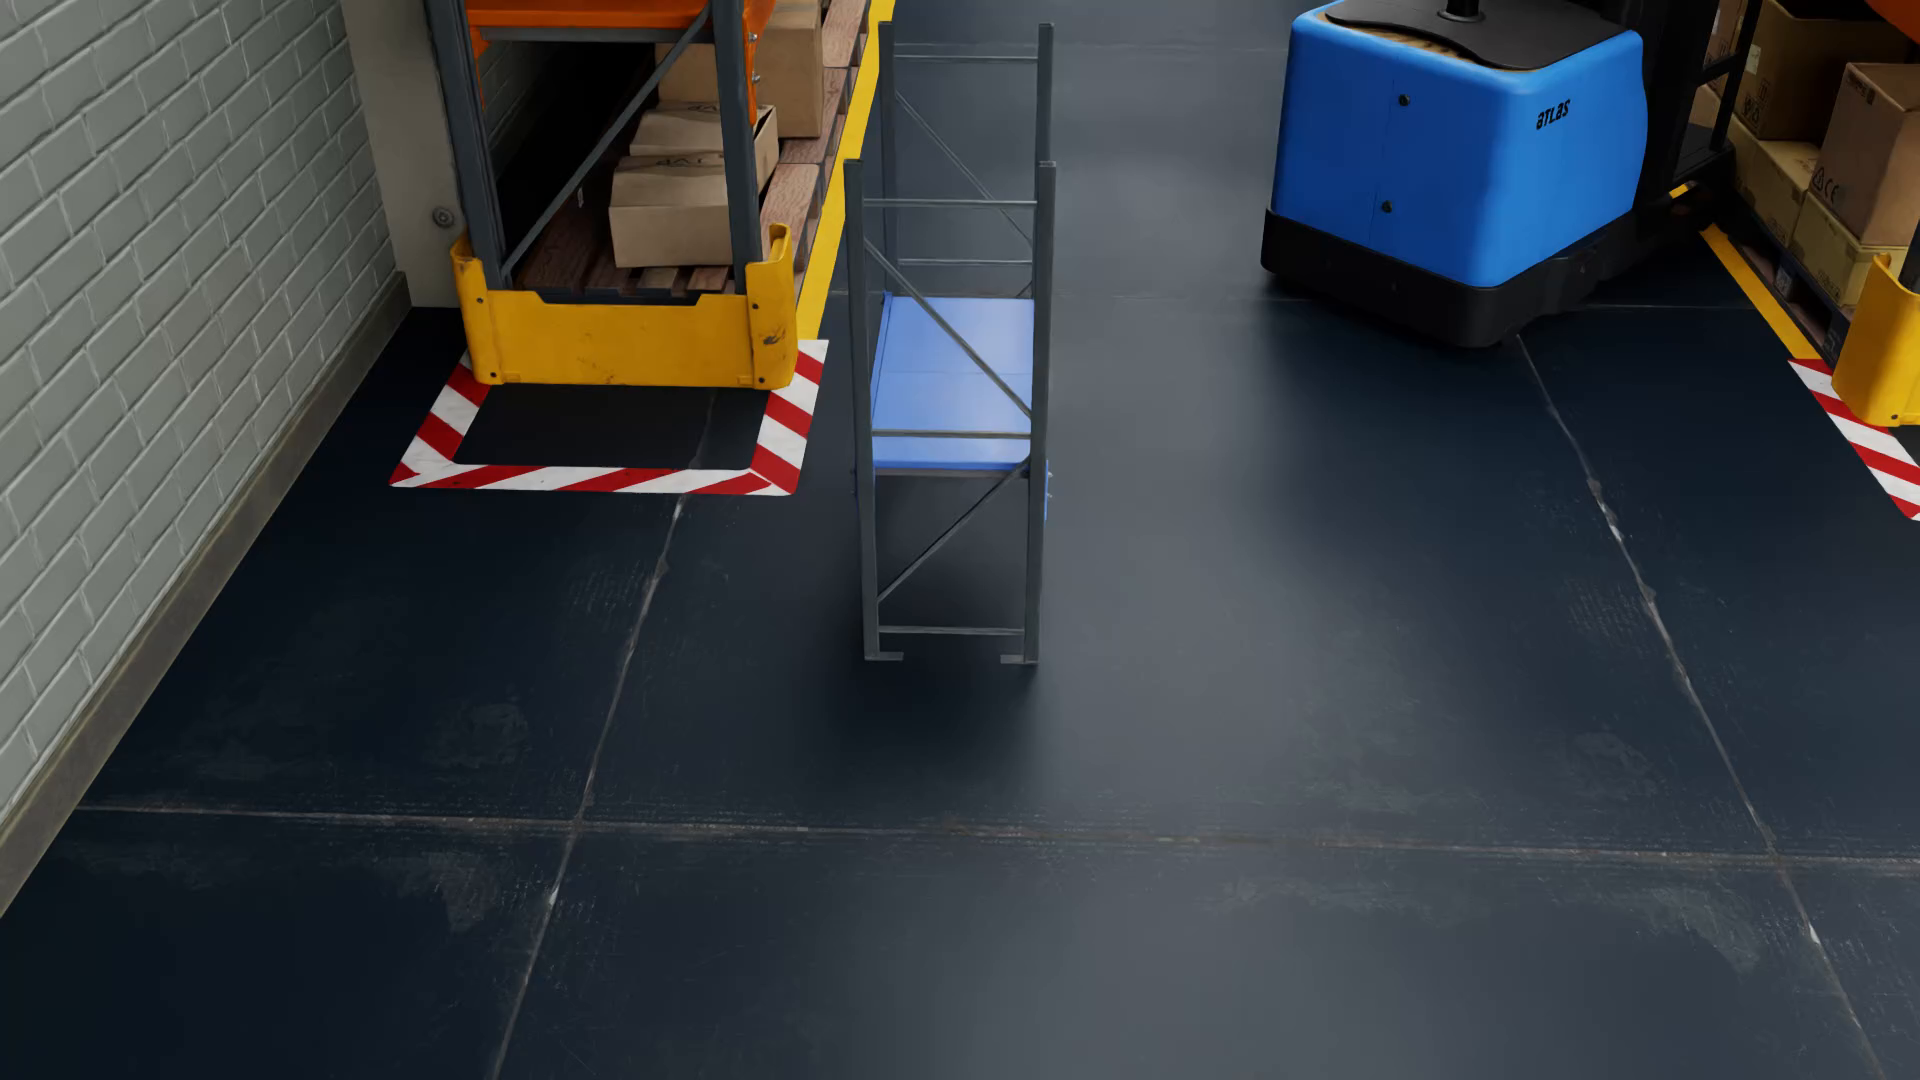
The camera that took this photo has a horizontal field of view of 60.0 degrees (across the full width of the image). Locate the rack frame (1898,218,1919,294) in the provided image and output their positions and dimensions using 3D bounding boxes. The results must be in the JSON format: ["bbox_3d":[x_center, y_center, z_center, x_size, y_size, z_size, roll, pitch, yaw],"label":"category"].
[{"bbox_3d":[3.750,-1.725,5.096,1.000,3.000,0.127,1,35,2],"label":"rack frame"}]

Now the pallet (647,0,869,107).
[{"bbox_3d":[-1.031,-2.608,8.778,1.003,0.211,1.213,1,35,2],"label":"pallet"}]

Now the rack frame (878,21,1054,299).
[{"bbox_3d":[0.017,-0.857,5.165,0.500,1.500,0.032,1,35,2],"label":"rack frame"}]

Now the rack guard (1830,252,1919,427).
[{"bbox_3d":[3.749,-0.689,5.796,1.175,0.500,0.348,1,35,2],"label":"rack guard"}]

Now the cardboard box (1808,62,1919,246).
[{"bbox_3d":[3.474,-1.394,5.999,0.500,0.500,0.500,1,35,2],"label":"cardboard box"}]

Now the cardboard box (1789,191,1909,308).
[{"bbox_3d":[3.476,-1.087,6.214,0.500,0.250,0.500,1,35,2],"label":"cardboard box"}]

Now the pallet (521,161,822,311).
[{"bbox_3d":[-1.129,-1.206,6.783,1.003,0.211,1.213,1,35,2],"label":"pallet"}]

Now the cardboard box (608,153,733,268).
[{"bbox_3d":[-1.082,-1.313,6.465,0.500,0.311,0.500,-2,35,-3],"label":"cardboard box"}]

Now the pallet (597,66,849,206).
[{"bbox_3d":[-1.077,-1.906,7.778,1.003,0.211,1.213,1,35,2],"label":"pallet"}]

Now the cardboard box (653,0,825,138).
[{"bbox_3d":[-0.980,-2.138,7.475,0.700,0.500,0.500,-1,35,-1],"label":"cardboard box"}]

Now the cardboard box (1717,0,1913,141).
[{"bbox_3d":[3.500,-1.969,6.817,0.500,0.500,0.500,1,35,2],"label":"cardboard box"}]

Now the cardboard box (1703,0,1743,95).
[{"bbox_3d":[3.521,-2.256,7.226,0.500,0.500,0.500,1,35,2],"label":"cardboard box"}]

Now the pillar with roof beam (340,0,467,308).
[{"bbox_3d":[2.265,-4.615,3.990,9.100,9.000,0.400,1,35,2],"label":"pillar with roof beam"}]

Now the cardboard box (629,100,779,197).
[{"bbox_3d":[-1.059,-1.641,6.932,0.500,0.311,0.500,4,35,6],"label":"cardboard box"}]

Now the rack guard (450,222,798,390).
[{"bbox_3d":[-1.197,-0.859,6.037,1.175,0.500,0.348,1,35,2],"label":"rack guard"}]

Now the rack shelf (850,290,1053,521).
[{"bbox_3d":[-0.003,-0.417,4.852,0.538,0.185,1.000,1,35,2],"label":"rack shelf"}]

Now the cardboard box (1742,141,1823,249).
[{"bbox_3d":[3.484,-1.375,6.624,0.500,0.250,0.500,1,35,2],"label":"cardboard box"}]

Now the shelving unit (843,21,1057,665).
[{"bbox_3d":[-0.003,-0.565,4.749,0.538,1.500,1.048,1,35,2],"label":"shelving unit"}]

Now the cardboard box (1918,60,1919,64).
[{"bbox_3d":[4.012,-1.669,6.391,0.500,0.500,0.500,1,35,2],"label":"cardboard box"}]

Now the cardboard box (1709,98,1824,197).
[{"bbox_3d":[3.503,-1.662,7.032,0.500,0.250,0.500,1,35,2],"label":"cardboard box"}]

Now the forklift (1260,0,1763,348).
[{"bbox_3d":[2.626,-2.641,6.458,3.031,2.935,1.130,-29,44,-34],"label":"forklift"}]

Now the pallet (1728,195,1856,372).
[{"bbox_3d":[3.739,-1.025,6.525,1.003,0.211,1.213,1,35,2],"label":"pallet"}]

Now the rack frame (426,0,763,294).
[{"bbox_3d":[-1.200,-1.838,5.256,1.000,3.000,0.127,1,35,2],"label":"rack frame"}]

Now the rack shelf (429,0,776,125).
[{"bbox_3d":[-1.120,-2.692,7.098,1.077,0.370,4.000,1,35,2],"label":"rack shelf"}]

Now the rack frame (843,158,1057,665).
[{"bbox_3d":[-0.024,-0.273,4.333,0.500,1.500,0.032,1,35,2],"label":"rack frame"}]

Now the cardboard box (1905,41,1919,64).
[{"bbox_3d":[4.019,-1.957,6.800,0.500,0.500,0.500,1,35,2],"label":"cardboard box"}]

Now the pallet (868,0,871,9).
[{"bbox_3d":[-1.009,-3.442,9.964,1.003,0.211,1.213,1,35,2],"label":"pallet"}]

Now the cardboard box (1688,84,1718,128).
[{"bbox_3d":[3.524,-1.949,7.441,0.500,0.250,0.500,1,35,2],"label":"cardboard box"}]

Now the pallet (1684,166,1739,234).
[{"bbox_3d":[3.791,-1.724,7.519,1.003,0.211,1.213,1,35,2],"label":"pallet"}]

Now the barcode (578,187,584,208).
[{"bbox_3d":[-1.481,-1.336,6.491,0.001,0.075,0.075,1,35,2],"label":"barcode"}]
